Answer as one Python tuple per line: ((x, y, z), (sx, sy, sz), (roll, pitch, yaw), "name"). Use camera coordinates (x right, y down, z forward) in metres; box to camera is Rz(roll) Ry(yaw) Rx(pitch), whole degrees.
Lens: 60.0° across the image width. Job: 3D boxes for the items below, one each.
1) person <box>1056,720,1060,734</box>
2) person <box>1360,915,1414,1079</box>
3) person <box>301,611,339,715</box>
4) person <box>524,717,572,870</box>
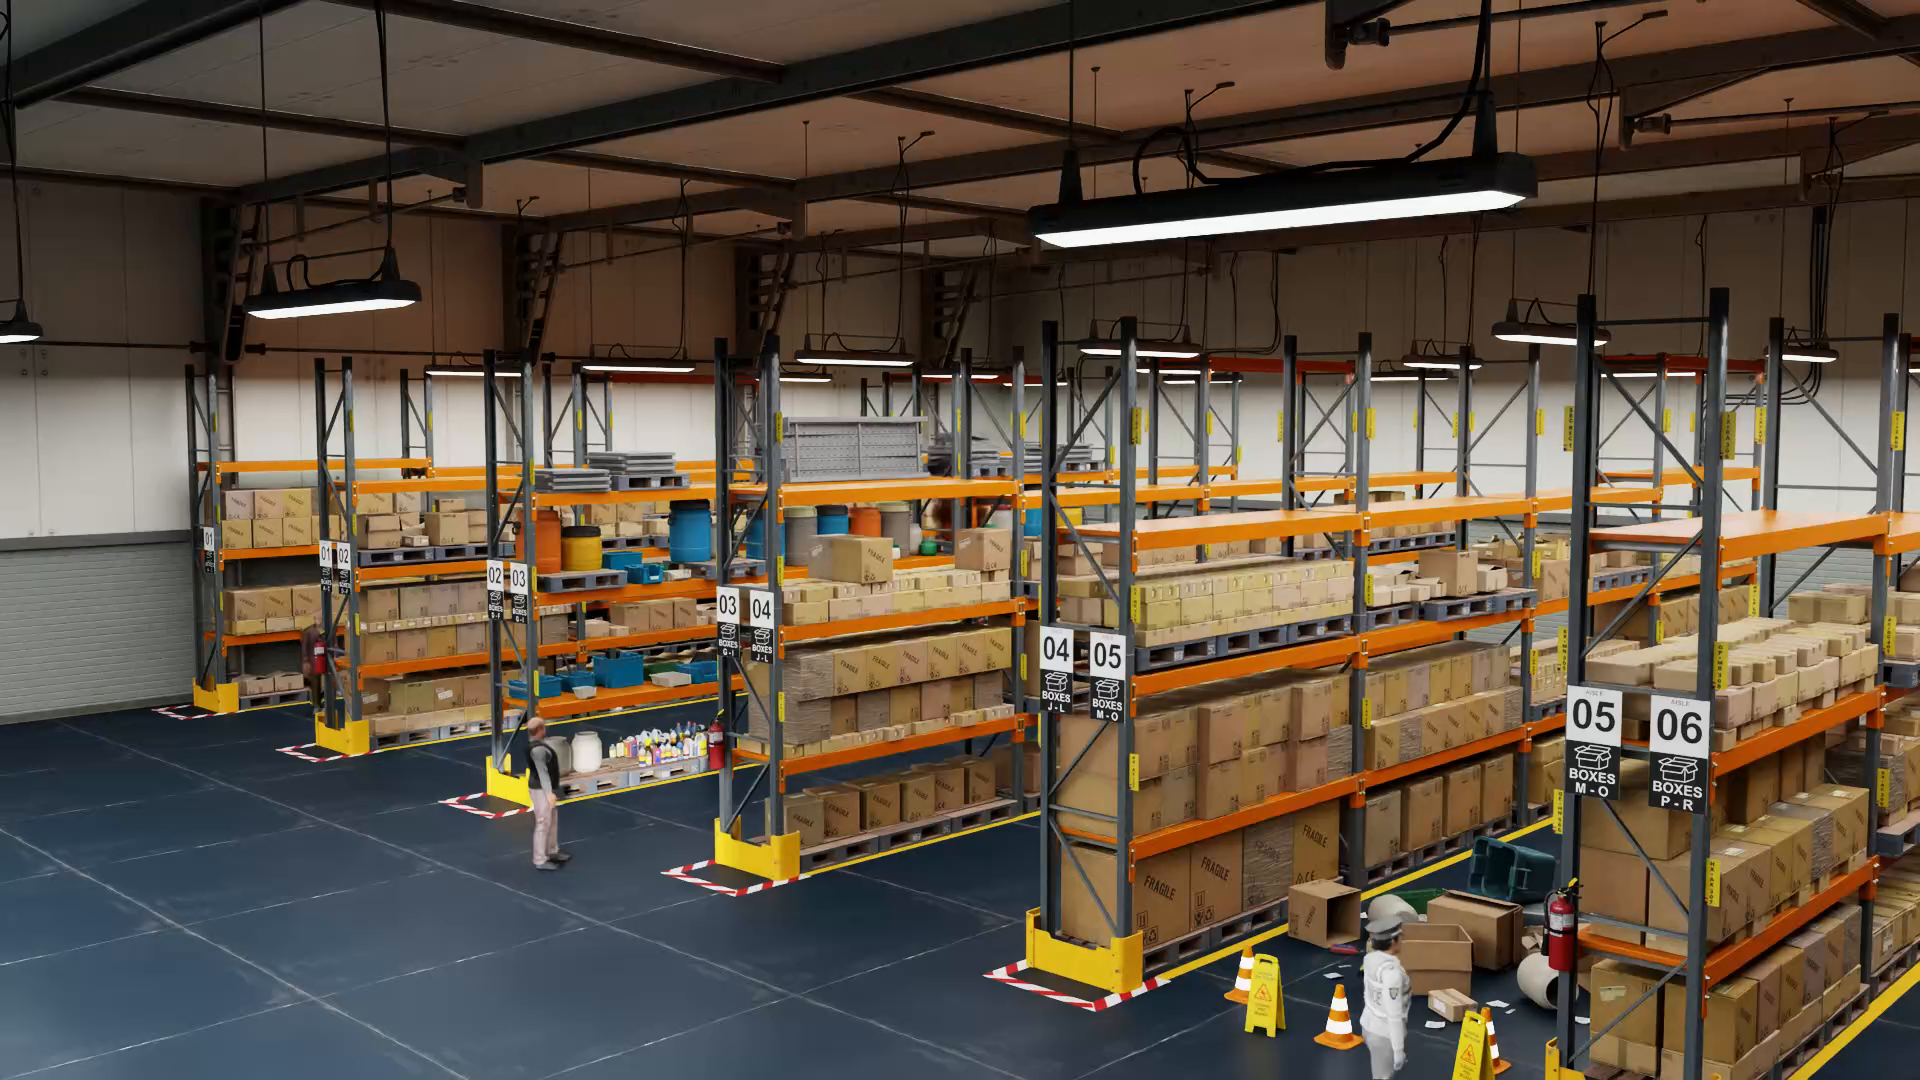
((1.580, 2.451, 25.055), (0.522, 1.707, 0.594), (0, 4, 5), "person")
((3.001, 3.457, 11.539), (0.424, 1.714, 0.557), (0, 4, -1), "person")
((-10.959, 2.100, 28.489), (0.606, 1.793, 0.430), (-3, 5, -32), "person")
((-4.710, 2.861, 18.958), (0.511, 1.722, 0.588), (0, 4, -6), "person")
